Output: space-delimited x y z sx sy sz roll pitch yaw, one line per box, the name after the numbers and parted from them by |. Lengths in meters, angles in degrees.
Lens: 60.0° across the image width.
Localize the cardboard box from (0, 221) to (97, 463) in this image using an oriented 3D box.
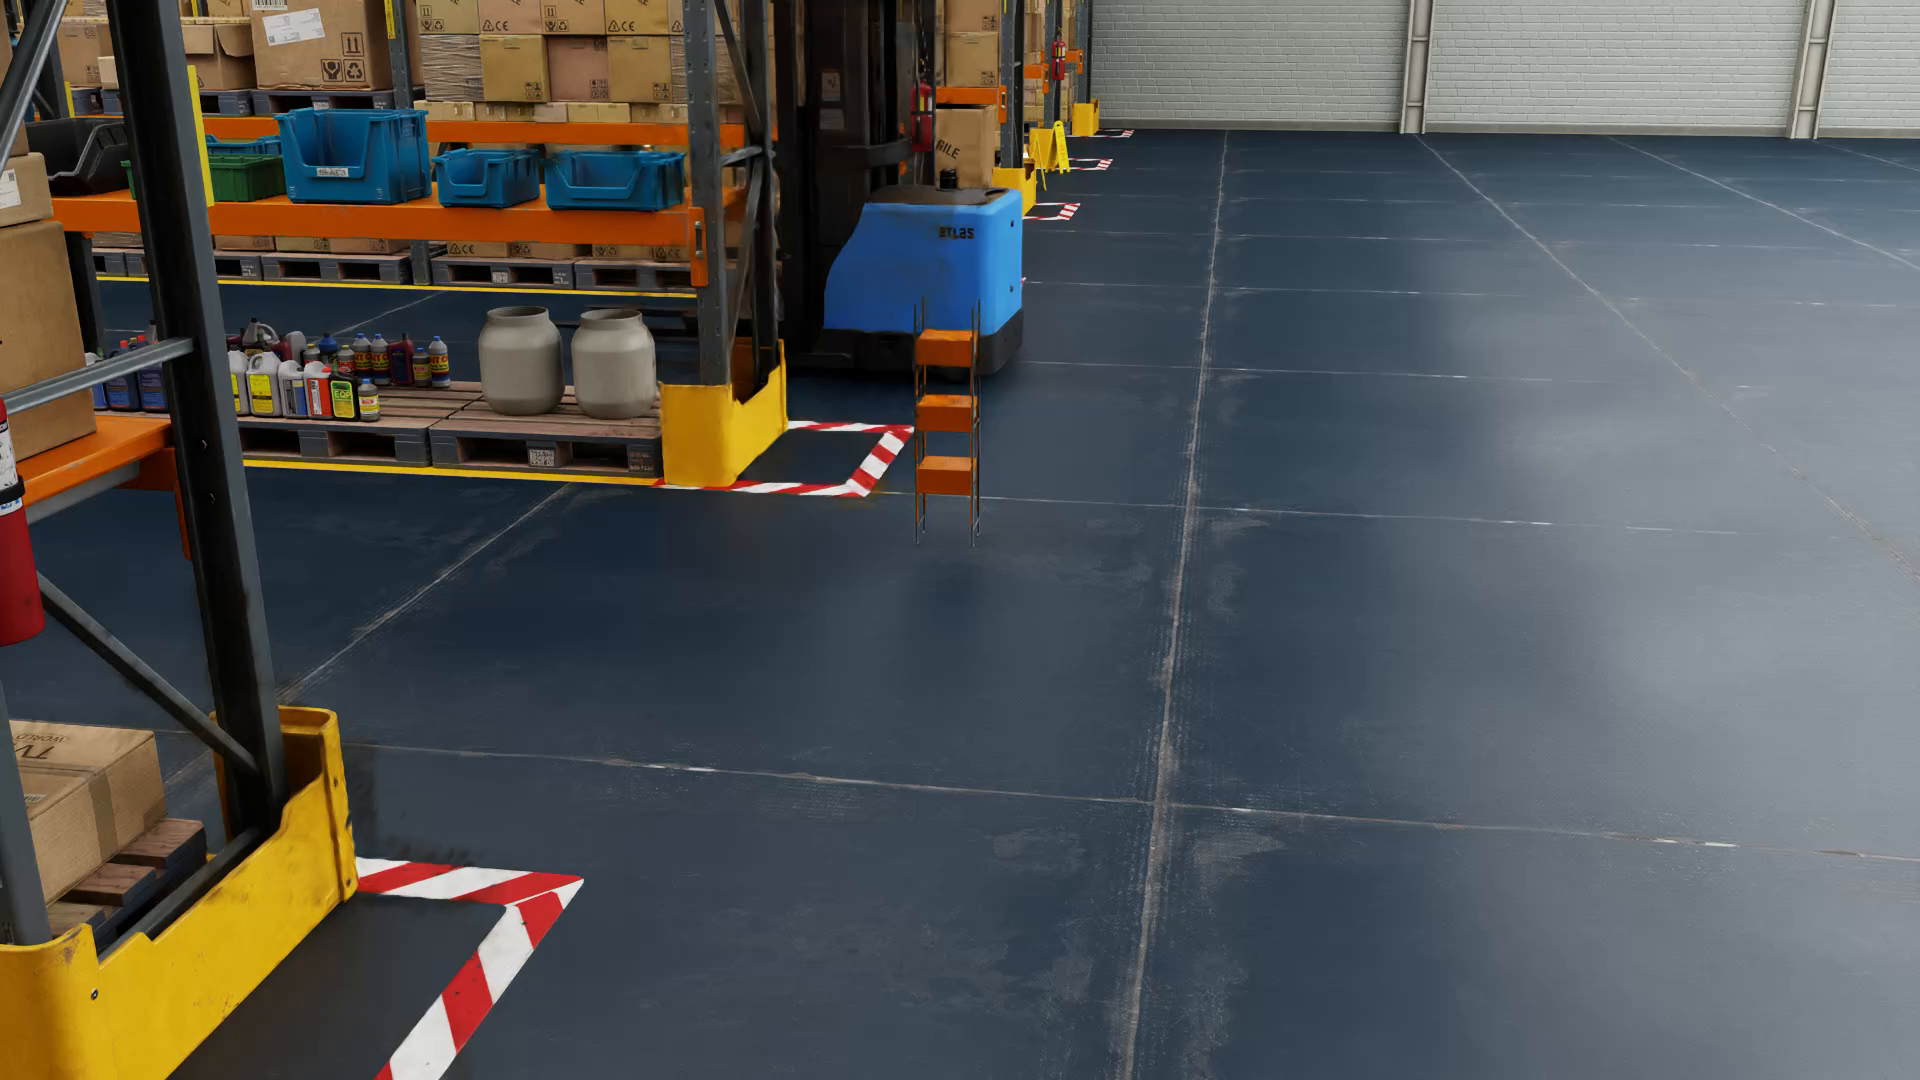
-2.363 -0.400 3.614 0.500 0.500 0.700 3 19 9 | cardboard box

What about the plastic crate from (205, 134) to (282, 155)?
-3.928 -2.037 8.898 0.616 0.251 0.499 3 19 9 | plastic crate

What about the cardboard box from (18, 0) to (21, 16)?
-13.614 -7.723 23.923 0.500 0.500 0.500 2 19 7 | cardboard box

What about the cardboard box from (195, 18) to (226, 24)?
-8.145 -5.636 18.218 0.250 0.149 0.380 3 19 8 | cardboard box

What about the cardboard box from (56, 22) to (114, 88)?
-7.121 -4.066 13.909 0.500 0.500 0.700 6 19 17 | cardboard box

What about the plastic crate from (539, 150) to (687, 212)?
-1.656 -1.738 8.004 0.616 0.251 0.499 3 19 9 | plastic crate

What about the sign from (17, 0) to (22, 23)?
-8.151 -4.513 14.364 0.005 0.325 0.100 3 19 9 | sign

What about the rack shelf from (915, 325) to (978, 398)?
-0.053 -0.760 7.058 0.240 0.259 0.215 3 19 9 | rack shelf

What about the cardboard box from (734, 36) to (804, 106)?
-1.380 -3.641 12.831 0.500 0.500 0.875 3 19 9 | cardboard box

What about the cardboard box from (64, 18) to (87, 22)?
-9.698 -5.715 18.452 0.250 0.149 0.380 4 19 11 | cardboard box

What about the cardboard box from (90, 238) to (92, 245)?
-7.563 -2.827 14.270 0.500 0.500 0.700 2 19 6 | cardboard box

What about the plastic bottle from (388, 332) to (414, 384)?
-3.076 -1.003 9.162 0.133 0.283 0.061 3 19 10 | plastic bottle

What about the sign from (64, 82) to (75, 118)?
-4.966 -2.381 9.256 0.005 0.325 0.100 3 19 9 | sign

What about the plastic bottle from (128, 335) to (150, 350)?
-4.310 -0.905 8.762 0.185 0.351 0.144 3 19 9 | plastic bottle

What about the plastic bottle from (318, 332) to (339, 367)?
-3.492 -1.013 9.210 0.097 0.271 0.097 0 18 0 | plastic bottle

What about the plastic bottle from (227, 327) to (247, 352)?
-4.025 -1.052 9.306 0.133 0.283 0.061 4 19 12 | plastic bottle

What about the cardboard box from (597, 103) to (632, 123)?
-2.630 -3.334 12.937 0.250 0.149 0.380 3 19 9 | cardboard box

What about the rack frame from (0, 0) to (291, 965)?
-1.904 -0.325 3.547 0.127 3.000 1.000 3 19 9 | rack frame

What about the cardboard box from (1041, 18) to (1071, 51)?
1.499 -8.078 26.562 0.500 0.500 0.500 3 19 7 | cardboard box

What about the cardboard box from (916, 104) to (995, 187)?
-0.122 -4.182 17.762 0.875 0.875 0.875 3 19 9 | cardboard box

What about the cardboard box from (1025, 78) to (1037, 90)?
1.018 -7.407 26.809 0.500 0.250 0.500 3 19 10 | cardboard box

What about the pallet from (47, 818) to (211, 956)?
-2.665 0.972 4.066 1.213 0.211 1.003 3 19 9 | pallet

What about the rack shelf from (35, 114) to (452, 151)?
-6.253 -3.389 13.839 4.000 0.370 1.077 3 19 9 | rack shelf

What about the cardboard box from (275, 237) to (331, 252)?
-5.349 -2.721 13.953 0.500 0.500 0.700 3 19 8 | cardboard box

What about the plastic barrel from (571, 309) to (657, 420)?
-1.776 -0.905 8.540 0.421 0.512 0.421 0 18 0 | plastic barrel

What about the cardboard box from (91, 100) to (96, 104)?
-12.982 -6.277 24.712 0.875 0.438 0.875 3 19 10 | cardboard box

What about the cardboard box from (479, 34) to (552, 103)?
-3.356 -3.740 13.127 0.500 0.500 0.875 3 19 9 | cardboard box

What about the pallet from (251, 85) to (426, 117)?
-5.010 -3.623 13.706 1.213 0.211 1.003 3 19 9 | pallet

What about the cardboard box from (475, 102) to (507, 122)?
-3.618 -3.385 13.088 0.250 0.149 0.380 3 19 9 | cardboard box

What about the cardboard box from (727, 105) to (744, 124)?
-1.629 -3.311 12.868 0.250 0.149 0.380 3 19 9 | cardboard box

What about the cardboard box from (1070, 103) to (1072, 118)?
1.573 -7.070 27.376 0.500 0.250 0.500 3 19 9 | cardboard box

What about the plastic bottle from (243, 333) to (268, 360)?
-3.865 -0.997 9.143 0.133 0.283 0.061 3 19 9 | plastic bottle

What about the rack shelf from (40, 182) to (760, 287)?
-3.089 -1.636 8.600 4.000 0.370 1.077 3 19 9 | rack shelf

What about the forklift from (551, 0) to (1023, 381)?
-1.159 -2.583 10.405 3.031 2.935 1.130 4 19 12 | forklift

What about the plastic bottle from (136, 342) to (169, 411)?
-4.146 -0.850 8.599 0.185 0.351 0.144 2 19 6 | plastic bottle

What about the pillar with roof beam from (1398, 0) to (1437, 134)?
6.723 -9.600 21.813 0.400 9.000 9.100 3 19 9 | pillar with roof beam

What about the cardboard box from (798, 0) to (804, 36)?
-0.911 -4.041 12.452 0.500 0.500 0.500 3 19 9 | cardboard box

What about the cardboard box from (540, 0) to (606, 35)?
-2.887 -4.140 12.747 0.500 0.500 0.500 3 19 9 | cardboard box

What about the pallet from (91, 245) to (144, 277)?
-7.456 -2.469 14.349 1.213 0.211 1.003 3 19 9 | pallet

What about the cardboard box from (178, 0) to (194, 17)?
-11.115 -7.596 23.544 0.500 0.500 0.500 3 19 8 | cardboard box

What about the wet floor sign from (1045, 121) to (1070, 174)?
1.261 -5.072 21.444 0.232 0.644 0.267 10 21 27 | wet floor sign

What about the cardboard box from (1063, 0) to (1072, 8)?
1.640 -8.536 26.440 0.250 0.149 0.380 3 19 9 | cardboard box

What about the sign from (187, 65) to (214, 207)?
-1.810 -0.947 3.916 0.005 0.325 0.100 3 19 9 | sign

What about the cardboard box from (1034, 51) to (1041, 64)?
0.941 -6.496 22.386 0.250 0.149 0.380 3 19 9 | cardboard box

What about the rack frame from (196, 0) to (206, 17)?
-10.605 -7.137 23.906 0.127 3.000 1.000 3 19 9 | rack frame

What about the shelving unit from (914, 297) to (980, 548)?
-0.053 -0.501 7.145 0.252 1.050 0.215 3 19 9 | shelving unit

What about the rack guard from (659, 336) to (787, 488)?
-1.197 -0.680 8.549 0.348 0.500 1.175 3 19 9 | rack guard

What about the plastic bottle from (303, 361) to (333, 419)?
-3.242 -0.770 8.477 0.135 0.276 0.152 3 19 9 | plastic bottle

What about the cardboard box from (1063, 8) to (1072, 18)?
1.640 -8.373 26.420 0.250 0.149 0.380 3 19 9 | cardboard box

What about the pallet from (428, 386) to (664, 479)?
-1.998 -0.586 8.722 1.213 0.211 1.003 3 19 9 | pallet

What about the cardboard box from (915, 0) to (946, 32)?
-0.360 -5.590 17.345 0.550 0.550 0.875 3 19 9 | cardboard box

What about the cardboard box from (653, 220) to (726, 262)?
-2.153 -2.536 13.432 0.500 0.500 0.500 5 19 14 | cardboard box

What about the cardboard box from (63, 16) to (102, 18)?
-10.084 -5.944 19.138 0.250 0.149 0.380 3 19 8 | cardboard box
